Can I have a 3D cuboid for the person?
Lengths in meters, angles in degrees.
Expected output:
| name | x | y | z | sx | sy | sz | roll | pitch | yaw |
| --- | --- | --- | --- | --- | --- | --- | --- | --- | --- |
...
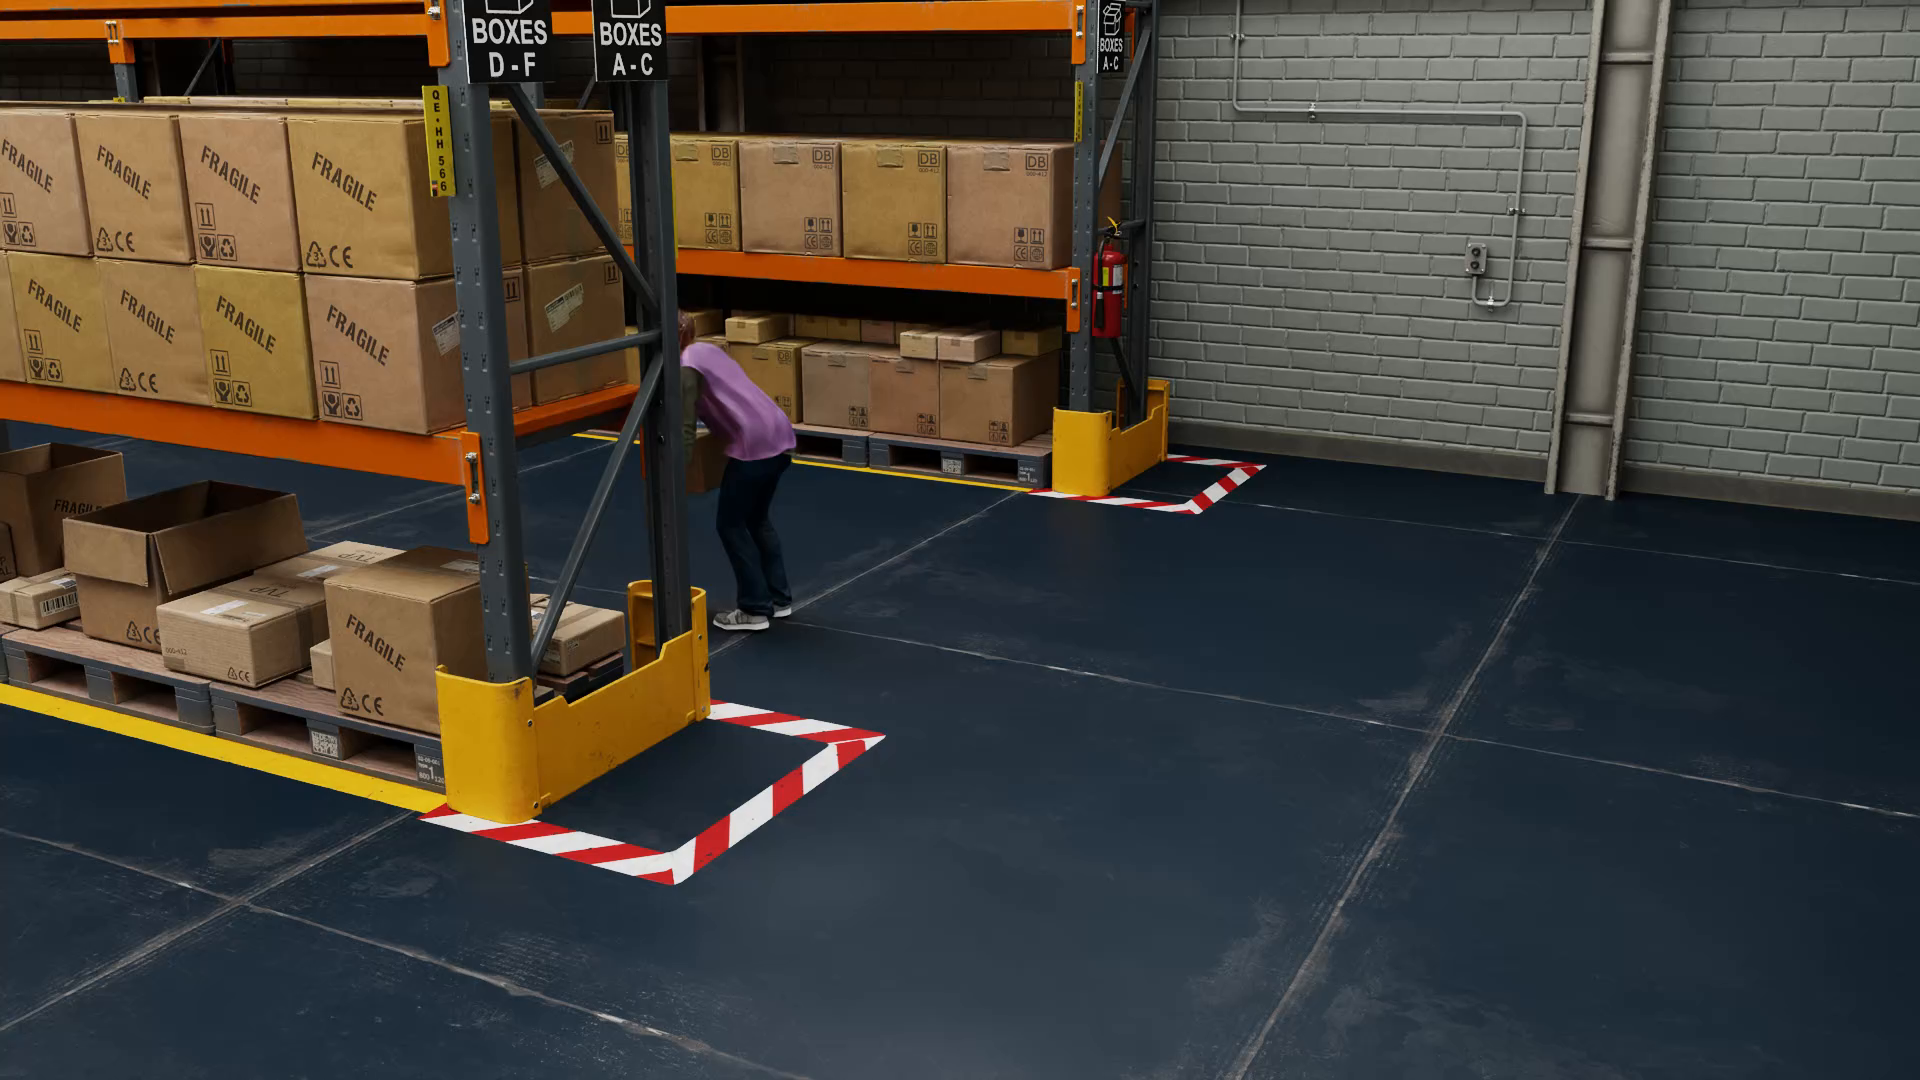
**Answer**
| name | x | y | z | sx | sy | sz | roll | pitch | yaw |
| --- | --- | --- | --- | --- | --- | --- | --- | --- | --- |
| person | -1.070 | -0.314 | 7.488 | 0.690 | 1.409 | 0.375 | 6 | 17 | 21 |
